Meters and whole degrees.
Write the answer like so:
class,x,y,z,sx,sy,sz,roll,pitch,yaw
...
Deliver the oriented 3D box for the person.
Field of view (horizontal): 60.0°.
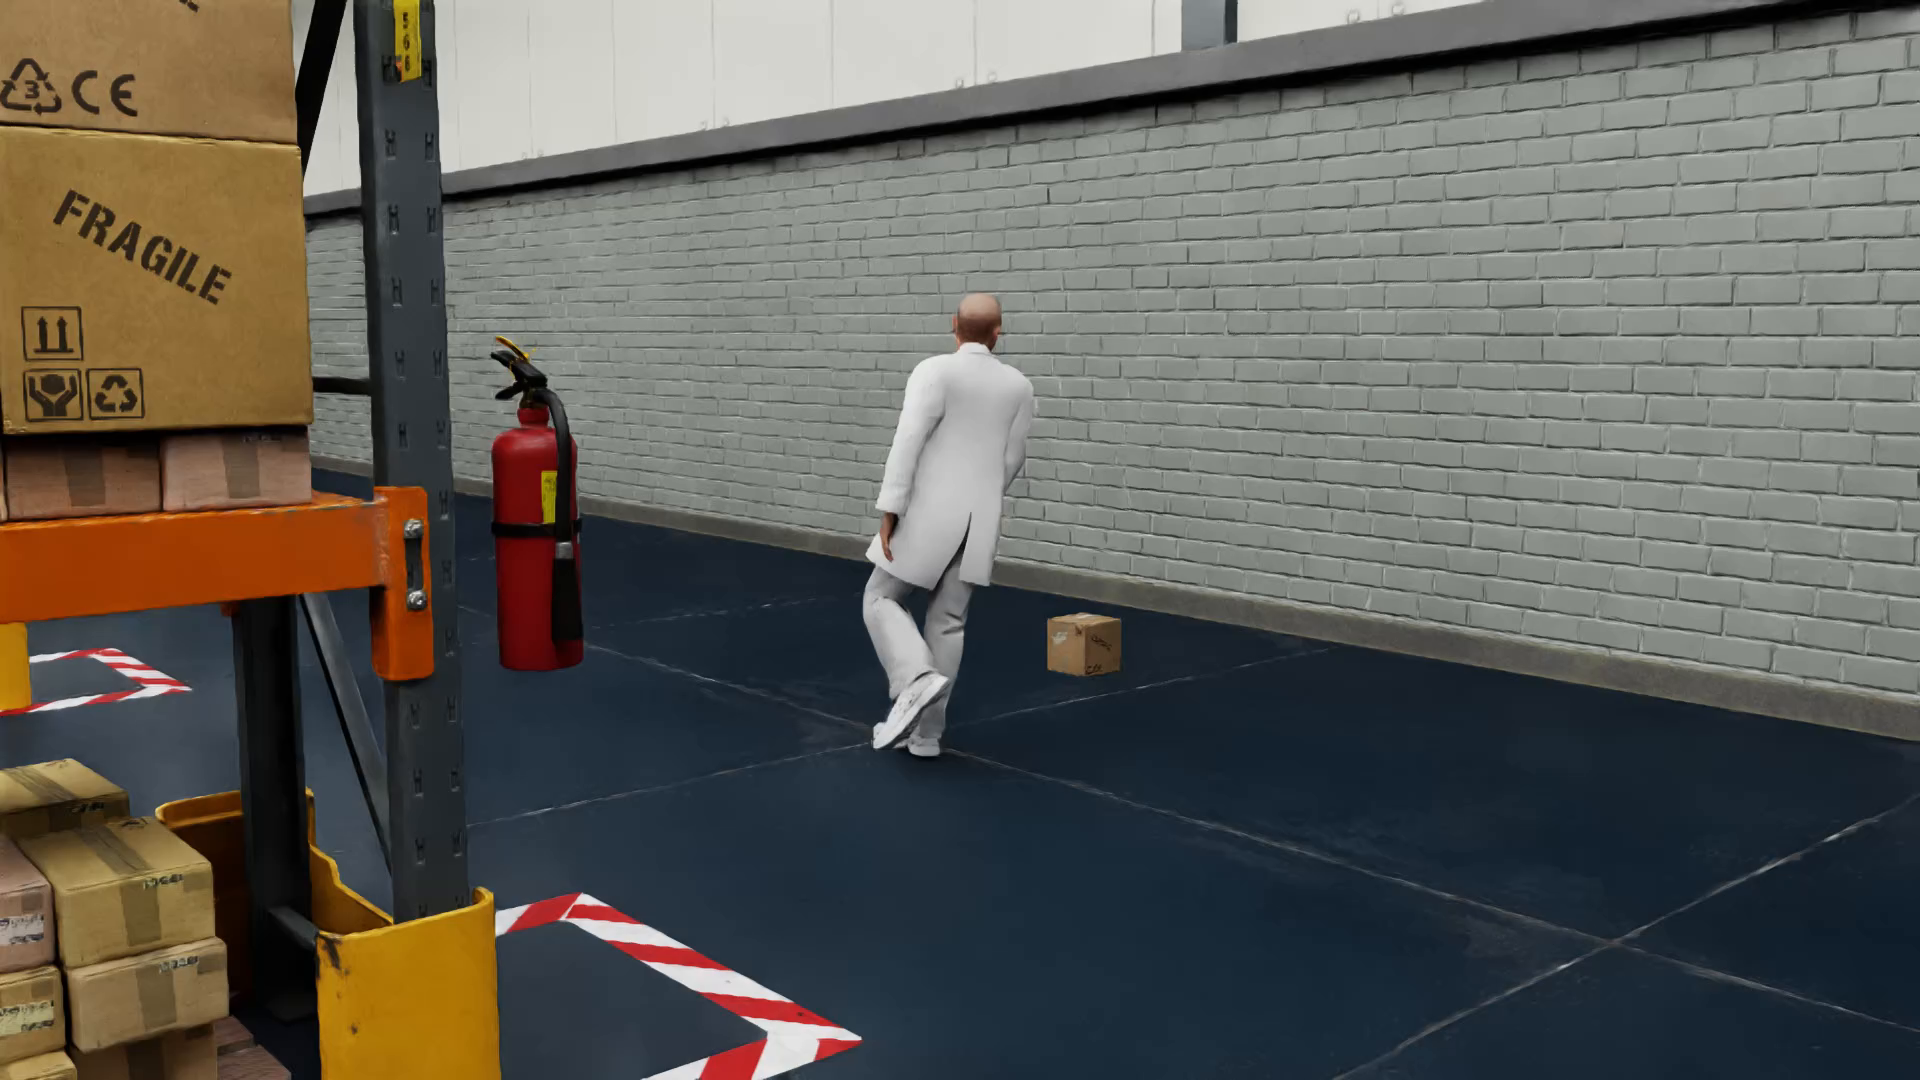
class,x,y,z,sx,sy,sz,roll,pitch,yaw
person,-0.058,-0.059,6.306,0.754,1.749,0.562,-4,8,-30
